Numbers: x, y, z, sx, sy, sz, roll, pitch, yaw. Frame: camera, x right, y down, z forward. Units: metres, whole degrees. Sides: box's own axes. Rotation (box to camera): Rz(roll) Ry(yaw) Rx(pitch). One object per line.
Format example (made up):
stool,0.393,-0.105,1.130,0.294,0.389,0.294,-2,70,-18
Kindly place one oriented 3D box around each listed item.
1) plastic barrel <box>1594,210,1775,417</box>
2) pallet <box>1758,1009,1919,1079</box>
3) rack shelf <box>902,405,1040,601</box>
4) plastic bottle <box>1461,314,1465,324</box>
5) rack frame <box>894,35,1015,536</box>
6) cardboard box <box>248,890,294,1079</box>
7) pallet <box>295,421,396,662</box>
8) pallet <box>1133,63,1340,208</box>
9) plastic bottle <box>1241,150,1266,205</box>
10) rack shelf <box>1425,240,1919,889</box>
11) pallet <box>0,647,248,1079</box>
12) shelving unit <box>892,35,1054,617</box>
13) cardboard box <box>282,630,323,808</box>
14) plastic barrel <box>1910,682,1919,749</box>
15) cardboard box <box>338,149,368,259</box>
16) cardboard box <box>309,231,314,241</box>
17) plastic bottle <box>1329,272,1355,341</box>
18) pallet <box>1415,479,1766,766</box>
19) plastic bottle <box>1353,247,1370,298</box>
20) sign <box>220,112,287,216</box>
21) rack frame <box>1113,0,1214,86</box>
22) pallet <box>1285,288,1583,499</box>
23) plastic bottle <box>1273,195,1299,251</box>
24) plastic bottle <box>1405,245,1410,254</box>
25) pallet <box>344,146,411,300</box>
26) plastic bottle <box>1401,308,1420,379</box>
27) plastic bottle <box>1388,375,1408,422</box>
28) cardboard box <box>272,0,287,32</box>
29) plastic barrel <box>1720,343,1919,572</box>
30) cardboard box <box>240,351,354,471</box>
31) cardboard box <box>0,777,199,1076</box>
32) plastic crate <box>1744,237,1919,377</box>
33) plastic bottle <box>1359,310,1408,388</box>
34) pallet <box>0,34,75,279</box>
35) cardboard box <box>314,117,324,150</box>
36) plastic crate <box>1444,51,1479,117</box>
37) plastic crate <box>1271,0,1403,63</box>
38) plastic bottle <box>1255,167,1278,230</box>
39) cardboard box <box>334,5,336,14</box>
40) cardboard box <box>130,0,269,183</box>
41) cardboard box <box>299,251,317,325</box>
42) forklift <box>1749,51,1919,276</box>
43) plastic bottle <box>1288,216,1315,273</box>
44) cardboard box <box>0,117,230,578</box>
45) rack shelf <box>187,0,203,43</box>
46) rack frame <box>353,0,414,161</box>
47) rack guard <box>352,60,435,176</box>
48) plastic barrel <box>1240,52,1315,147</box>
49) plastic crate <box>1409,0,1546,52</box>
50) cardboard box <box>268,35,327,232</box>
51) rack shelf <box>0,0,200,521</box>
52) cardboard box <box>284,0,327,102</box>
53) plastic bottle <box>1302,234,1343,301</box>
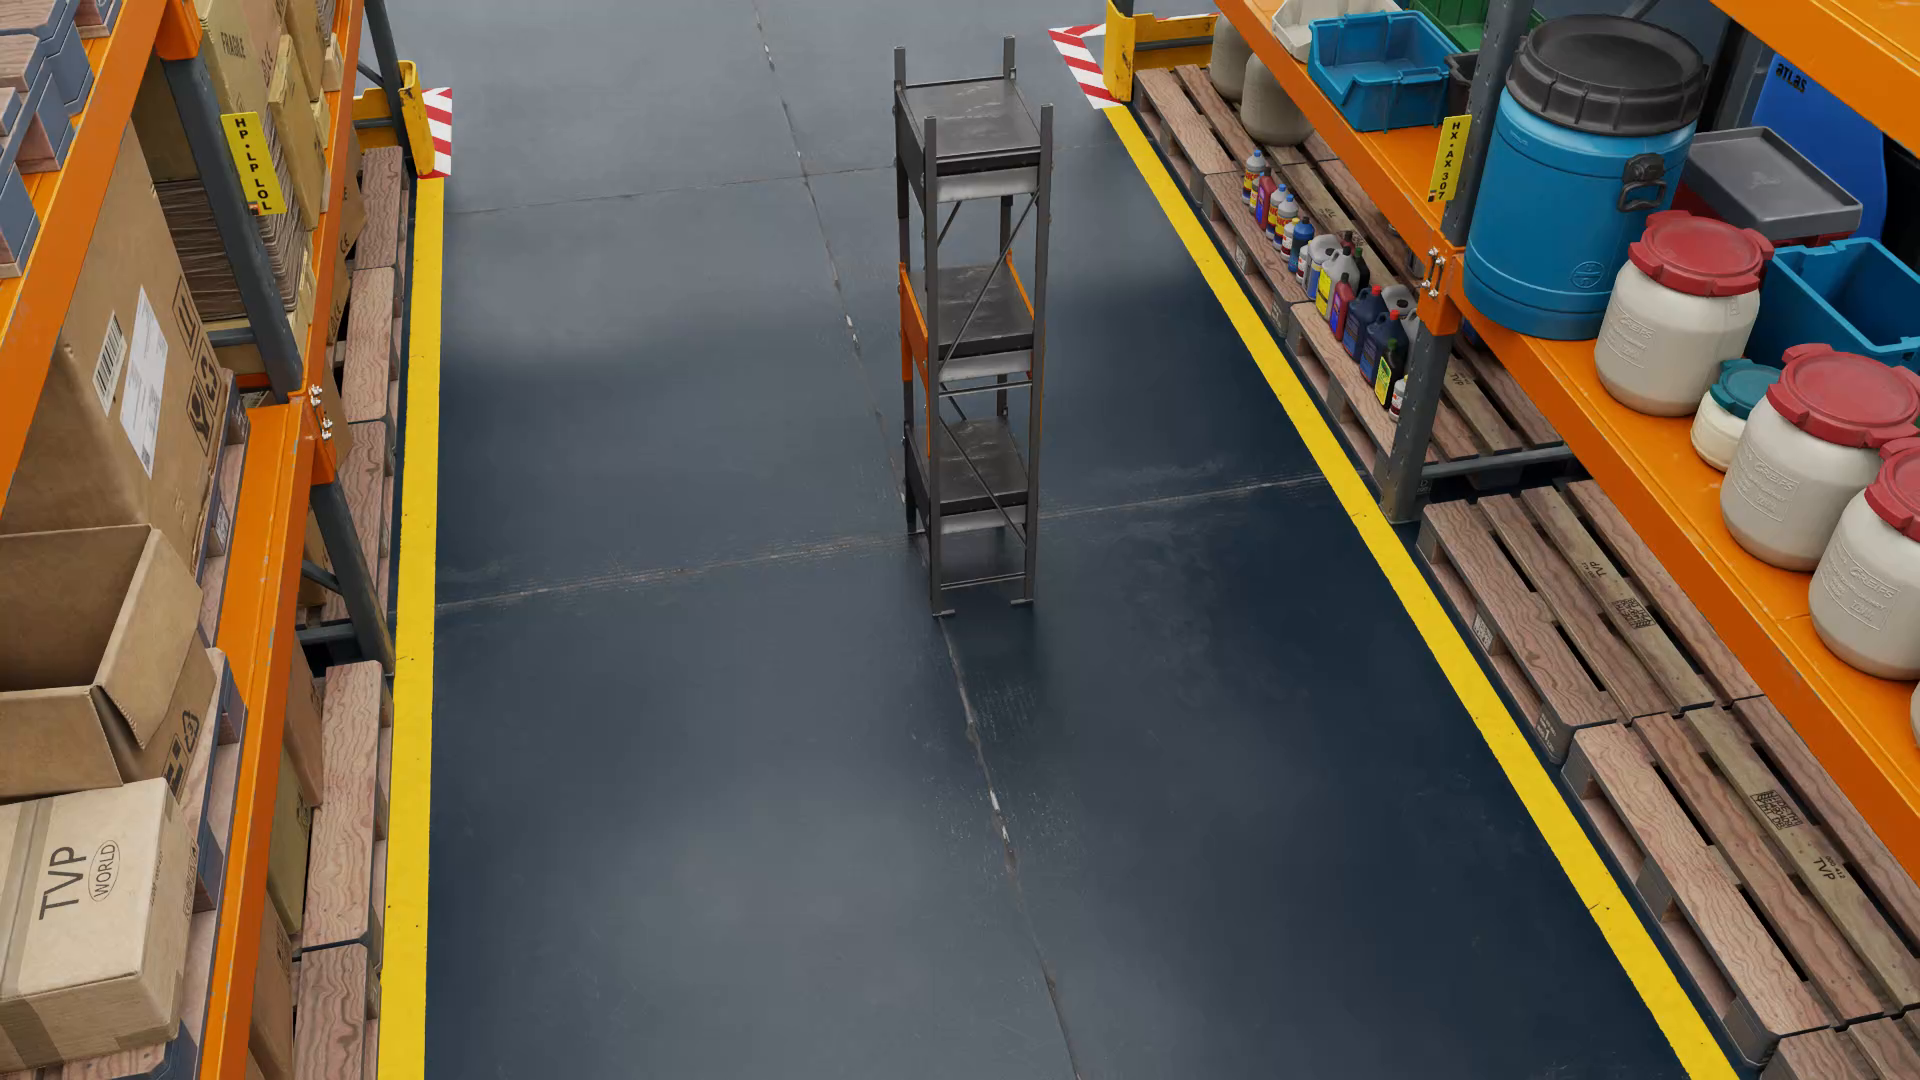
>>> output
plastic barrel,2.229,-0.688,5.163,0.433,0.535,0.433,0,42,0
pallet,2.971,1.839,4.519,1.003,0.211,1.213,-8,42,-9
rack shelf,0.036,-0.144,6.406,0.431,0.518,0.480,-8,42,-9
plastic bottle,2.319,-1.092,7.445,0.097,0.271,0.097,0,42,0
rack frame,-0.017,-0.836,6.110,0.400,2.100,0.015,-8,42,-9
cardboard box,-2.282,1.267,4.615,0.700,0.500,0.500,-12,43,-13
pallet,-2.779,0.033,6.553,1.003,0.211,1.213,-8,42,-9
pallet,1.606,-2.269,9.147,1.003,0.211,1.213,-8,42,-9
plastic bottle,1.461,-1.806,8.249,0.097,0.271,0.097,0,42,0
rack shelf,2.669,0.277,4.721,1.077,0.370,4.000,-8,42,-9
pallet,-2.203,0.808,3.724,1.003,0.211,1.213,-8,42,-9
shelving unit,0.036,-0.678,5.932,0.431,2.100,0.503,-8,42,-9
cardboard box,-2.488,0.592,5.375,0.700,0.500,0.500,-11,43,-13
plastic barrel,2.579,0.353,4.009,0.421,0.512,0.421,0,42,0
cardboard box,-3.182,-1.604,7.864,0.500,0.500,0.500,2,42,2
cardboard box,-2.537,-1.150,5.976,0.380,0.149,0.250,-8,42,-9
plastic bottle,1.699,-1.038,7.374,0.061,0.283,0.133,-6,42,-6
pallet,2.444,0.258,6.301,1.003,0.211,1.213,-8,42,-9
plastic bottle,1.800,-1.179,7.533,0.061,0.283,0.133,-8,42,-9
sign,-2.058,-1.094,4.851,0.100,0.325,0.005,-8,42,-9
rack frame,1.374,-3.882,8.863,1.000,3.000,0.127,-8,42,-9
pallet,2.133,-0.687,7.365,1.003,0.211,1.213,-8,42,-9
plastic bottle,1.556,-1.519,7.925,0.097,0.271,0.097,0,42,0
plastic bottle,2.187,-1.462,7.914,0.097,0.201,0.097,0,42,0
pallet,-3.305,-1.548,8.335,1.003,0.211,1.213,-8,42,-9
plastic bottle,1.957,-0.859,7.123,0.144,0.351,0.185,-8,42,-9
plastic bottle,1.854,-0.597,6.940,0.097,0.201,0.097,0,42,0
cardboard box,-2.665,-2.078,5.779,0.500,0.500,0.500,-8,42,-9
plastic barrel,2.388,-0.212,4.627,0.433,0.535,0.433,0,42,0
cardboard box,-2.777,-0.436,6.549,0.500,0.500,0.500,4,42,4
cardboard box,-1.873,0.793,3.393,0.500,0.250,0.500,-9,42,-10
plastic crate,2.779,-0.612,5.192,0.392,0.384,0.575,-8,42,-9
plastic bottle,1.817,-0.839,7.099,0.144,0.351,0.185,-9,42,-10
pallet,-2.343,-0.543,2.985,1.213,0.211,1.003,-8,42,-9
cardboard box,-2.646,-1.474,6.341,0.380,0.149,0.250,-8,42,-9
plastic crate,2.248,-1.623,6.366,0.767,0.338,0.504,-8,42,-9
plastic crate,1.639,-2.206,7.175,0.530,0.136,0.437,-8,42,-9
plastic bottle,1.492,-1.661,8.076,0.061,0.283,0.133,-8,42,-9
cardboard box,-3.003,-2.442,7.430,0.380,0.149,0.250,-8,42,-9
cardboard box,-2.448,-1.430,5.049,0.500,0.500,0.500,-8,42,-9
cardboard box,-2.393,-0.832,5.616,0.380,0.149,0.250,-8,42,-9
forklift,4.739,-1.847,6.623,1.130,2.935,3.031,-10,43,-11
plastic bottle,1.600,-1.388,7.777,0.097,0.271,0.097,0,42,0
cardboard box,-2.564,-0.425,4.201,1.000,1.000,1.000,-8,42,-9
rack shelf,-3.031,-2.728,5.846,1.077,0.370,4.000,-8,42,-9
rack frame,-3.463,-3.172,8.064,1.000,3.000,0.127,-8,42,-9
rack guard,-3.446,-2.188,8.838,1.175,0.500,0.348,-8,42,-9
plastic barrel,1.699,-2.368,8.715,0.421,0.512,0.421,0,42,0
plastic crate,2.220,-2.130,7.050,0.450,0.188,0.662,-8,42,-9
cardboard box,-2.709,-1.357,5.720,0.875,0.500,0.500,-8,42,-9
rack shelf,-2.167,-0.135,2.925,1.077,0.370,4.000,-8,42,-9
cardboard box,-2.983,-1.997,6.441,0.875,0.500,0.500,-8,42,-9
plastic bottle,1.674,-1.251,7.620,0.152,0.276,0.135,-8,42,-8
